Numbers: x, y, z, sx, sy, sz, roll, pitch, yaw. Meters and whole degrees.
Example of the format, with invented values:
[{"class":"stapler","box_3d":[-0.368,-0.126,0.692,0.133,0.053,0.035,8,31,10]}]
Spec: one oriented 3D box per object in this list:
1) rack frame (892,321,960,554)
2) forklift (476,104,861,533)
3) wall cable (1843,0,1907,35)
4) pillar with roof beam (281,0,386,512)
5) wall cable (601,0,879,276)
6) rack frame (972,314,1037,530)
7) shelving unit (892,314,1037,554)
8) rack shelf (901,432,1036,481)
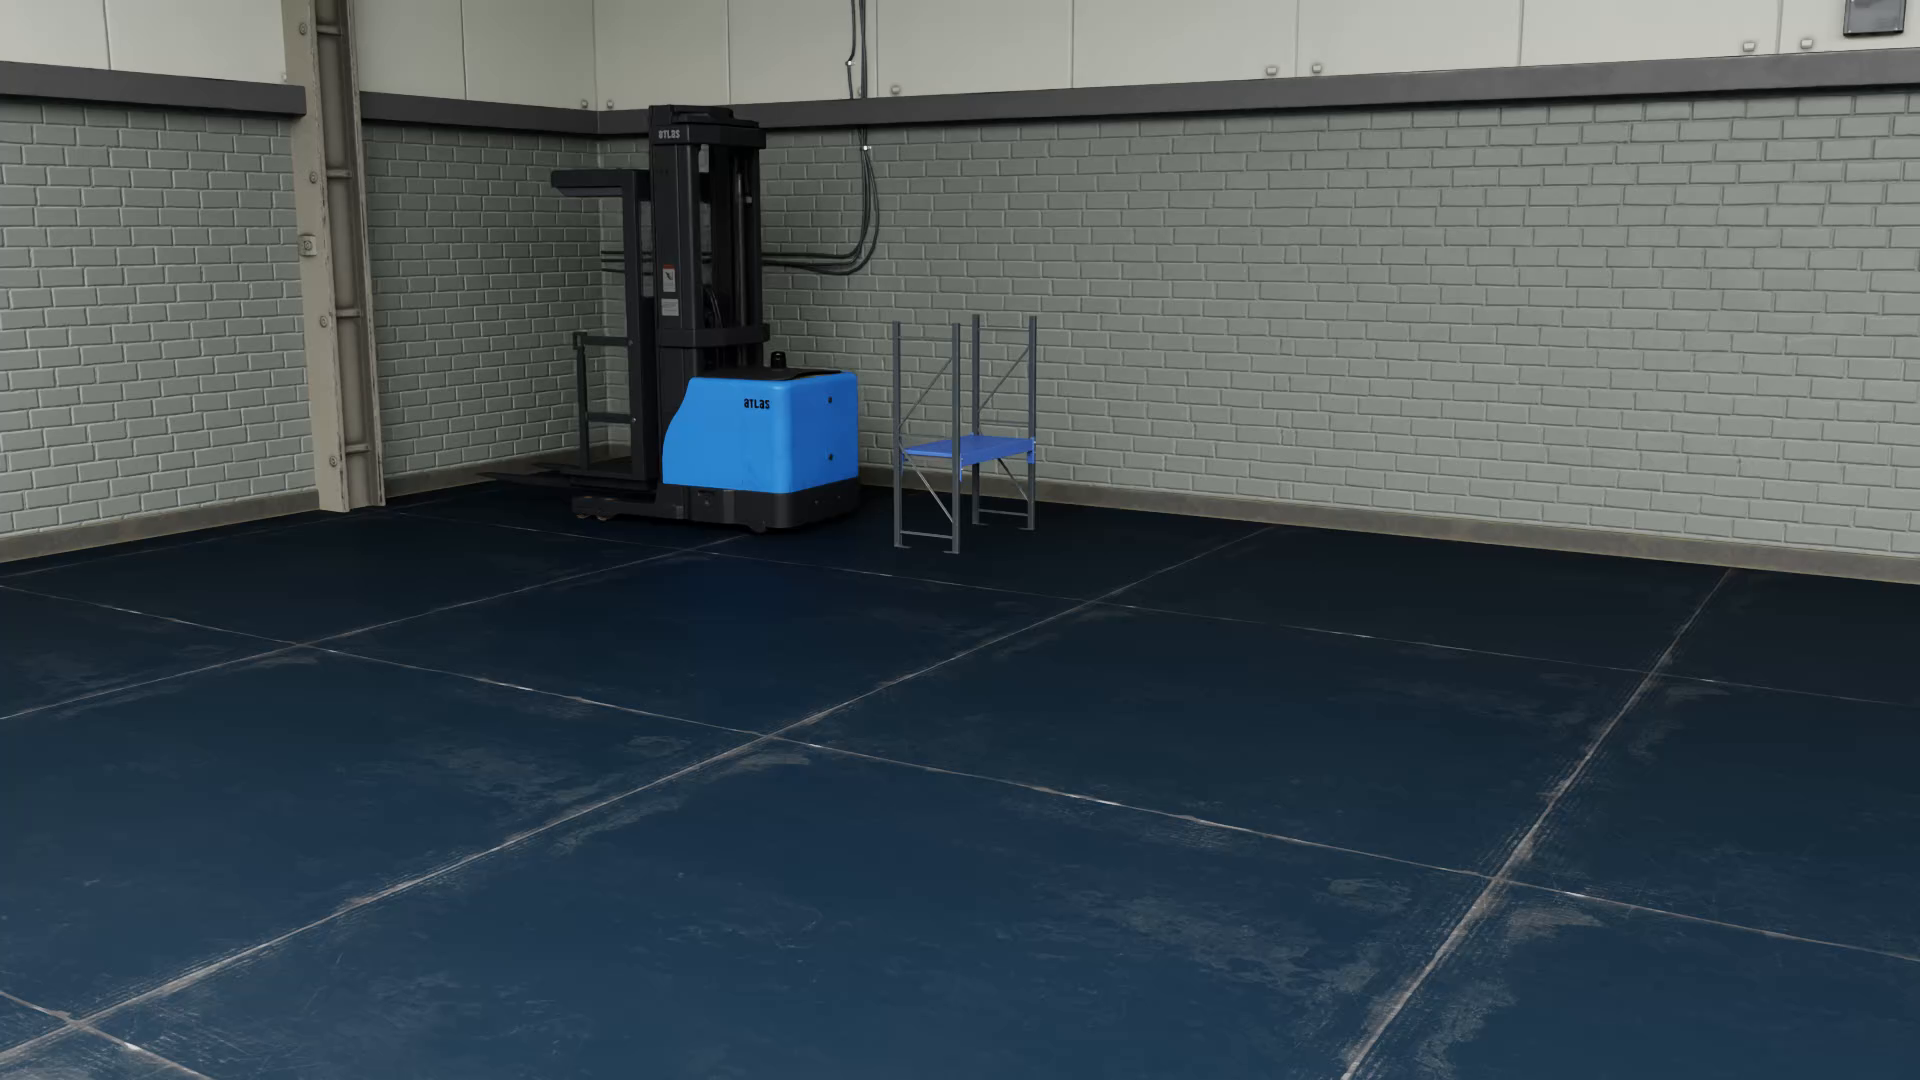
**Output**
[{"class":"rack frame","box_3d":[-0.220,-0.671,10.875,0.500,1.500,0.032,6,12,31]},{"class":"forklift","box_3d":[-2.271,-1.659,12.267,3.031,2.935,1.130,6,12,28]},{"class":"wall cable","box_3d":[6.115,-5.775,8.518,2.305,6.003,0.169,6,12,31]},{"class":"pillar with roof beam","box_3d":[-0.971,-4.264,9.692,9.100,9.000,0.400,6,12,31]},{"class":"wall cable","box_3d":[-1.991,-3.486,13.974,3.097,2.526,0.112,6,12,31]},{"class":"rack frame","box_3d":[0.308,-0.831,11.729,0.500,1.500,0.032,6,12,31]},{"class":"shelving unit","box_3d":[0.044,-0.751,11.302,0.538,1.500,1.048,6,12,31]},{"class":"rack shelf","box_3d":[0.044,-0.574,11.335,0.538,0.185,1.000,6,12,31]}]
